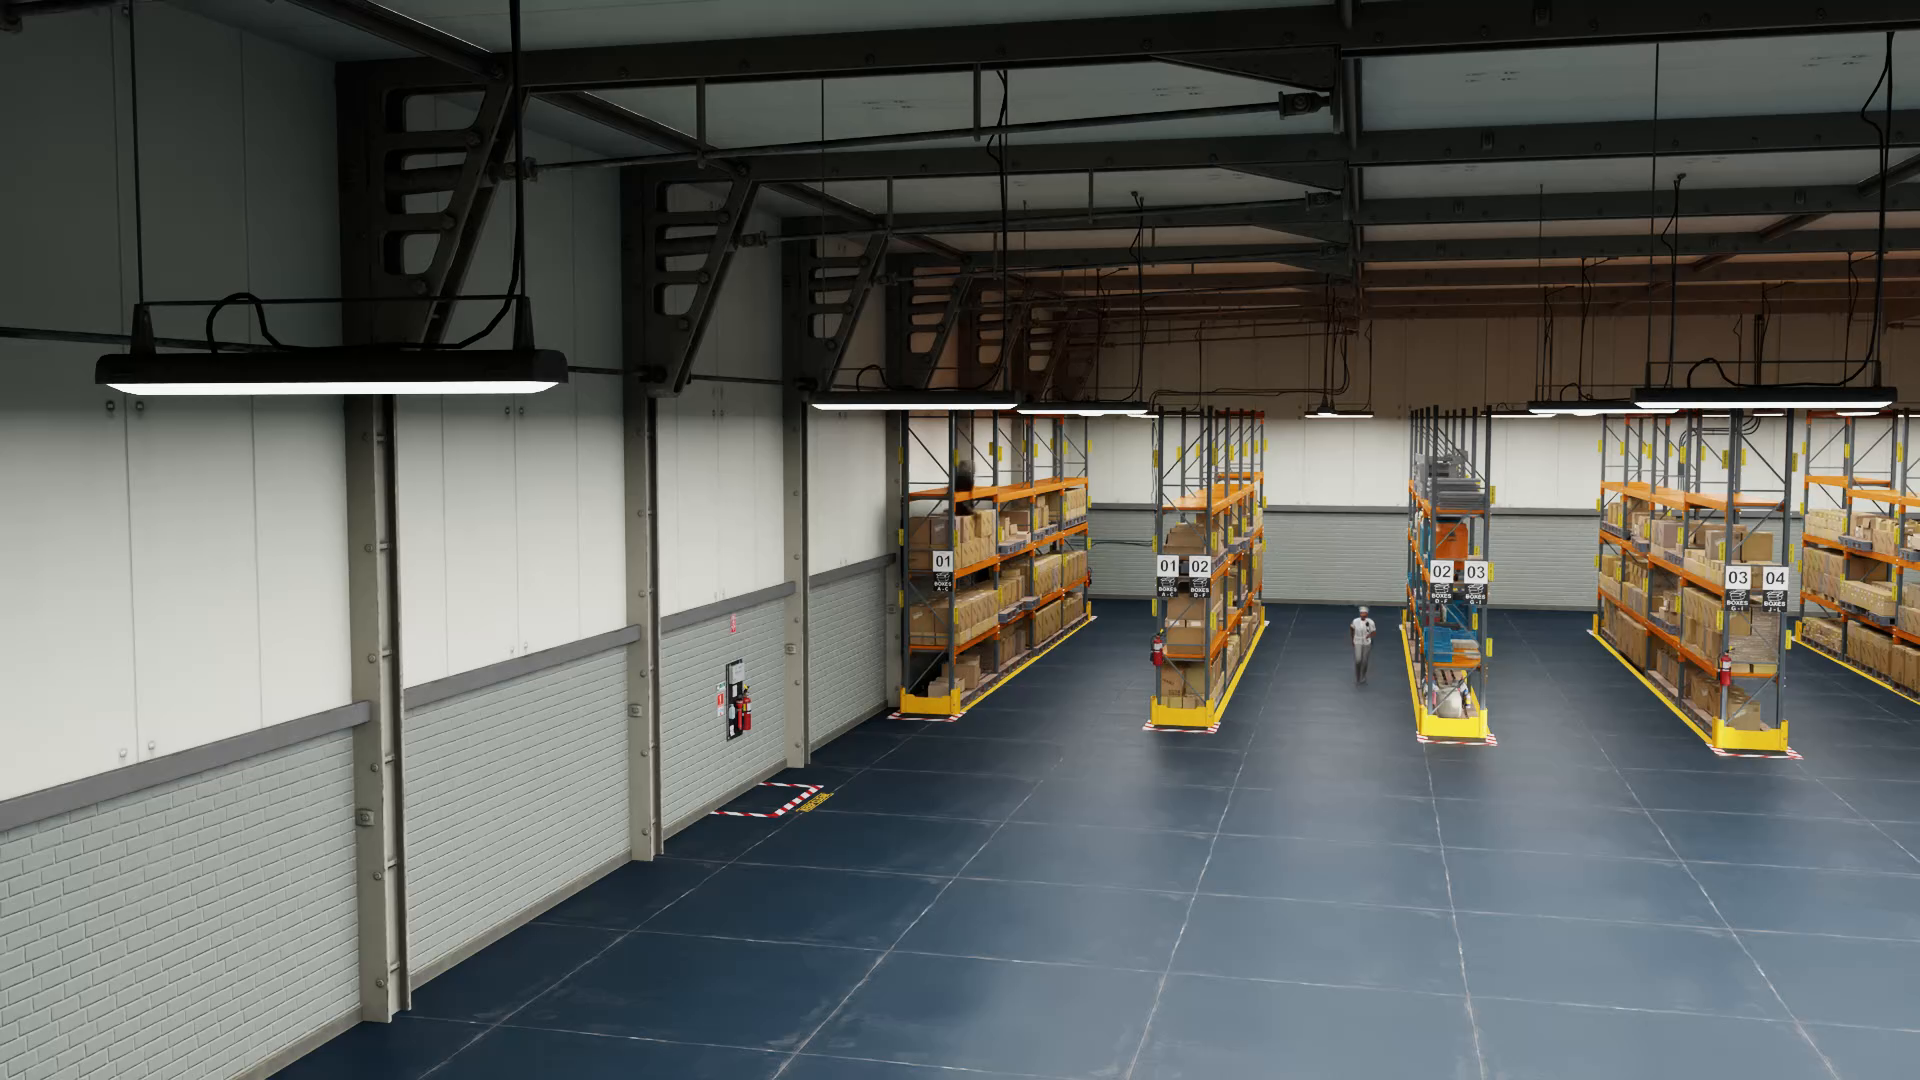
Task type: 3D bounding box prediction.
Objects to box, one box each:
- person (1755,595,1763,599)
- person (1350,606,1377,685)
[{"bbox_3d":[20.481,1.805,42.676,0.722,1.724,0.550,1,4,18],"label":"person"},{"bbox_3d":[8.776,2.301,36.180,0.552,1.742,0.731,1,4,11],"label":"person"}]
